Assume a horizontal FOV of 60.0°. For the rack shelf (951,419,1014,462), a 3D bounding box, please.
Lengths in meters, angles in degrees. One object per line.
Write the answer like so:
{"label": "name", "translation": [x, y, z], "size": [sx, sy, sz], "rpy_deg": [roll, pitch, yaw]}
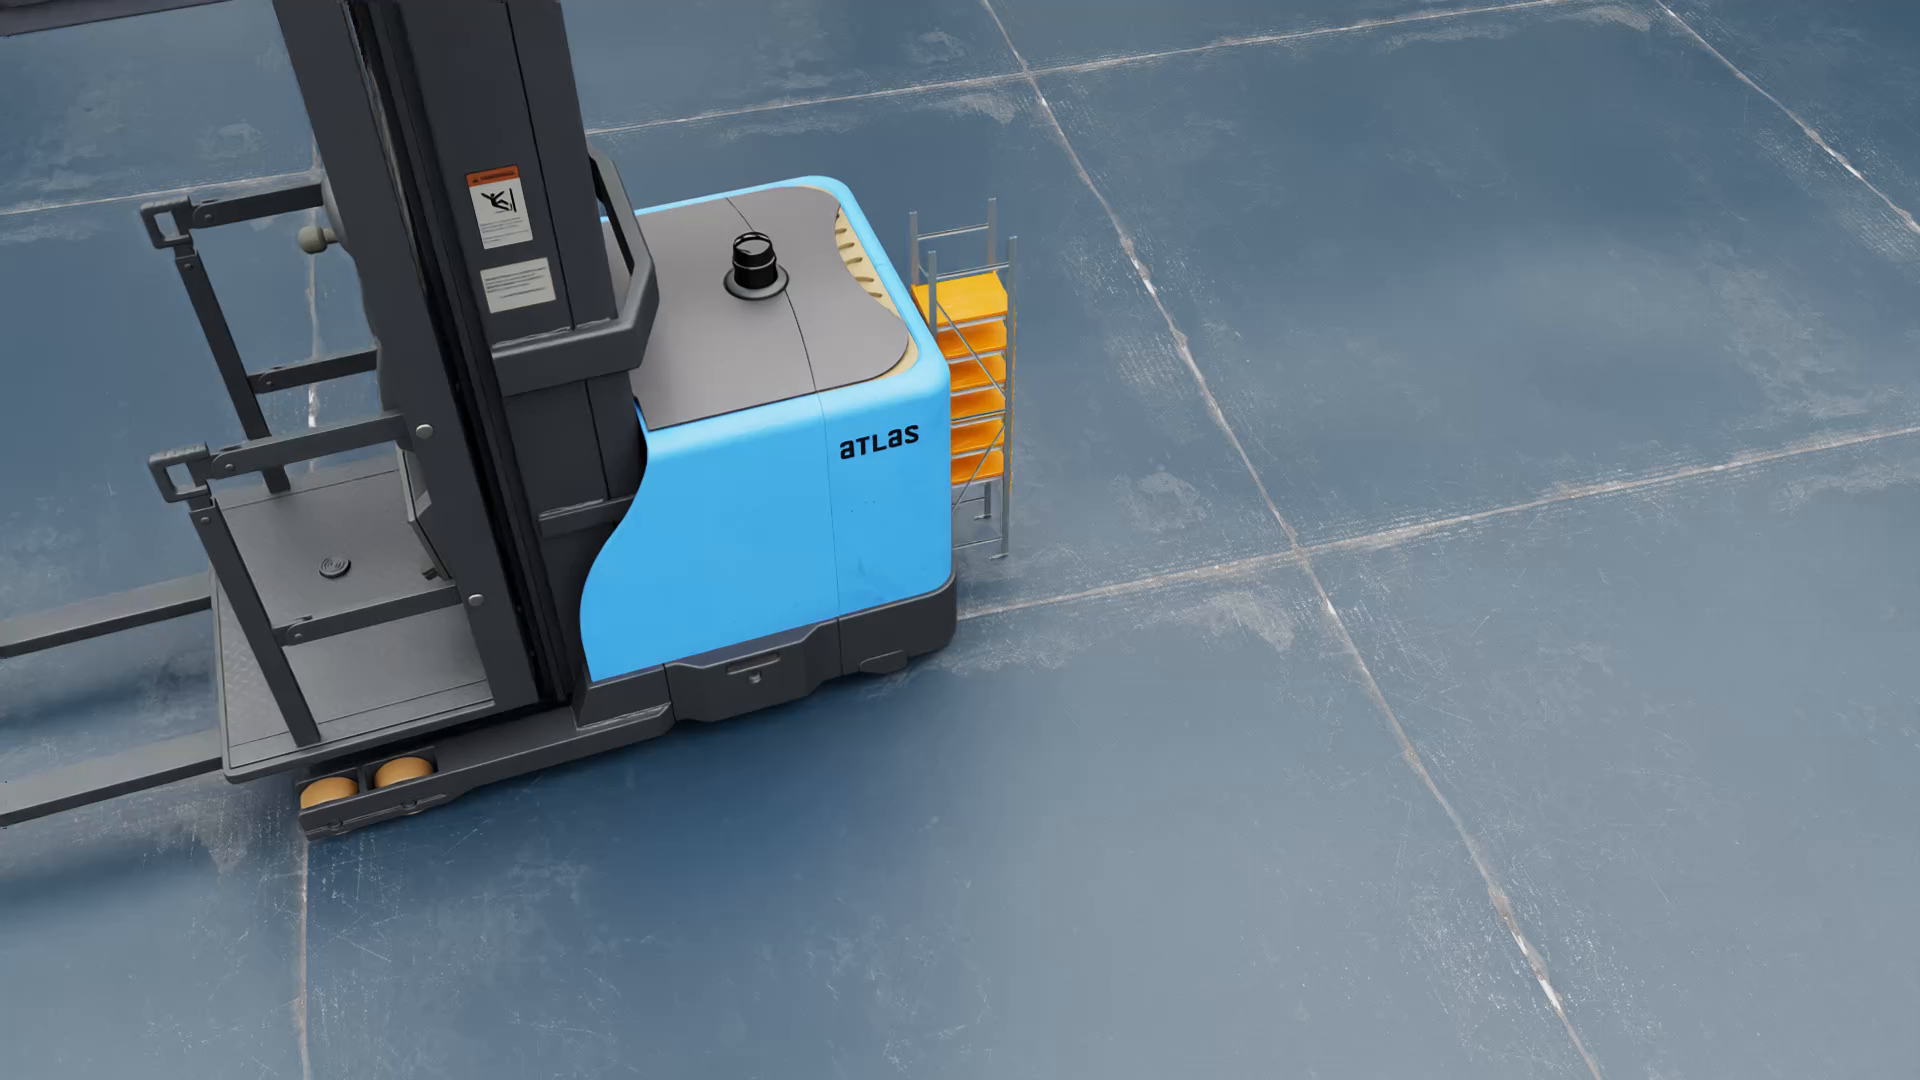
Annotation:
{"label": "rack shelf", "translation": [0.008, -0.296, 4.930], "size": [0.258, 0.103, 0.180], "rpy_deg": [-12, 47, -11]}

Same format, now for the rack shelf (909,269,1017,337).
{"label": "rack shelf", "translation": [0.007, -0.632, 4.587], "size": [0.258, 0.103, 0.180], "rpy_deg": [-12, 47, -11]}

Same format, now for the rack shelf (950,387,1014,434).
{"label": "rack shelf", "translation": [0.008, -0.380, 4.844], "size": [0.258, 0.103, 0.180], "rpy_deg": [-12, 47, -11]}

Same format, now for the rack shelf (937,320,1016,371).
{"label": "rack shelf", "translation": [0.007, -0.548, 4.673], "size": [0.258, 0.103, 0.180], "rpy_deg": [-12, 47, -11]}

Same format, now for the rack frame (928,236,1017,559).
{"label": "rack frame", "translation": [0.034, -0.349, 4.751], "size": [0.240, 1.200, 0.006], "rpy_deg": [-12, 47, -11]}

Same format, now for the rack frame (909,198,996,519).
{"label": "rack frame", "translation": [-0.018, -0.474, 4.874], "size": [0.240, 1.200, 0.006], "rpy_deg": [-12, 47, -11]}

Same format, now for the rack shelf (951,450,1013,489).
{"label": "rack shelf", "translation": [0.008, -0.213, 5.016], "size": [0.258, 0.103, 0.180], "rpy_deg": [-12, 47, -11]}

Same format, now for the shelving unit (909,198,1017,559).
{"label": "shelving unit", "translation": [0.008, -0.411, 4.813], "size": [0.258, 1.200, 0.189], "rpy_deg": [-12, 47, -11]}

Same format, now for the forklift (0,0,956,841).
{"label": "forklift", "translation": [-1.583, -0.660, 3.844], "size": [3.031, 2.935, 1.130], "rpy_deg": [-15, 47, -14]}

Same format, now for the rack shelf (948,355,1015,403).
{"label": "rack shelf", "translation": [0.008, -0.464, 4.758], "size": [0.258, 0.103, 0.180], "rpy_deg": [-12, 47, -11]}
